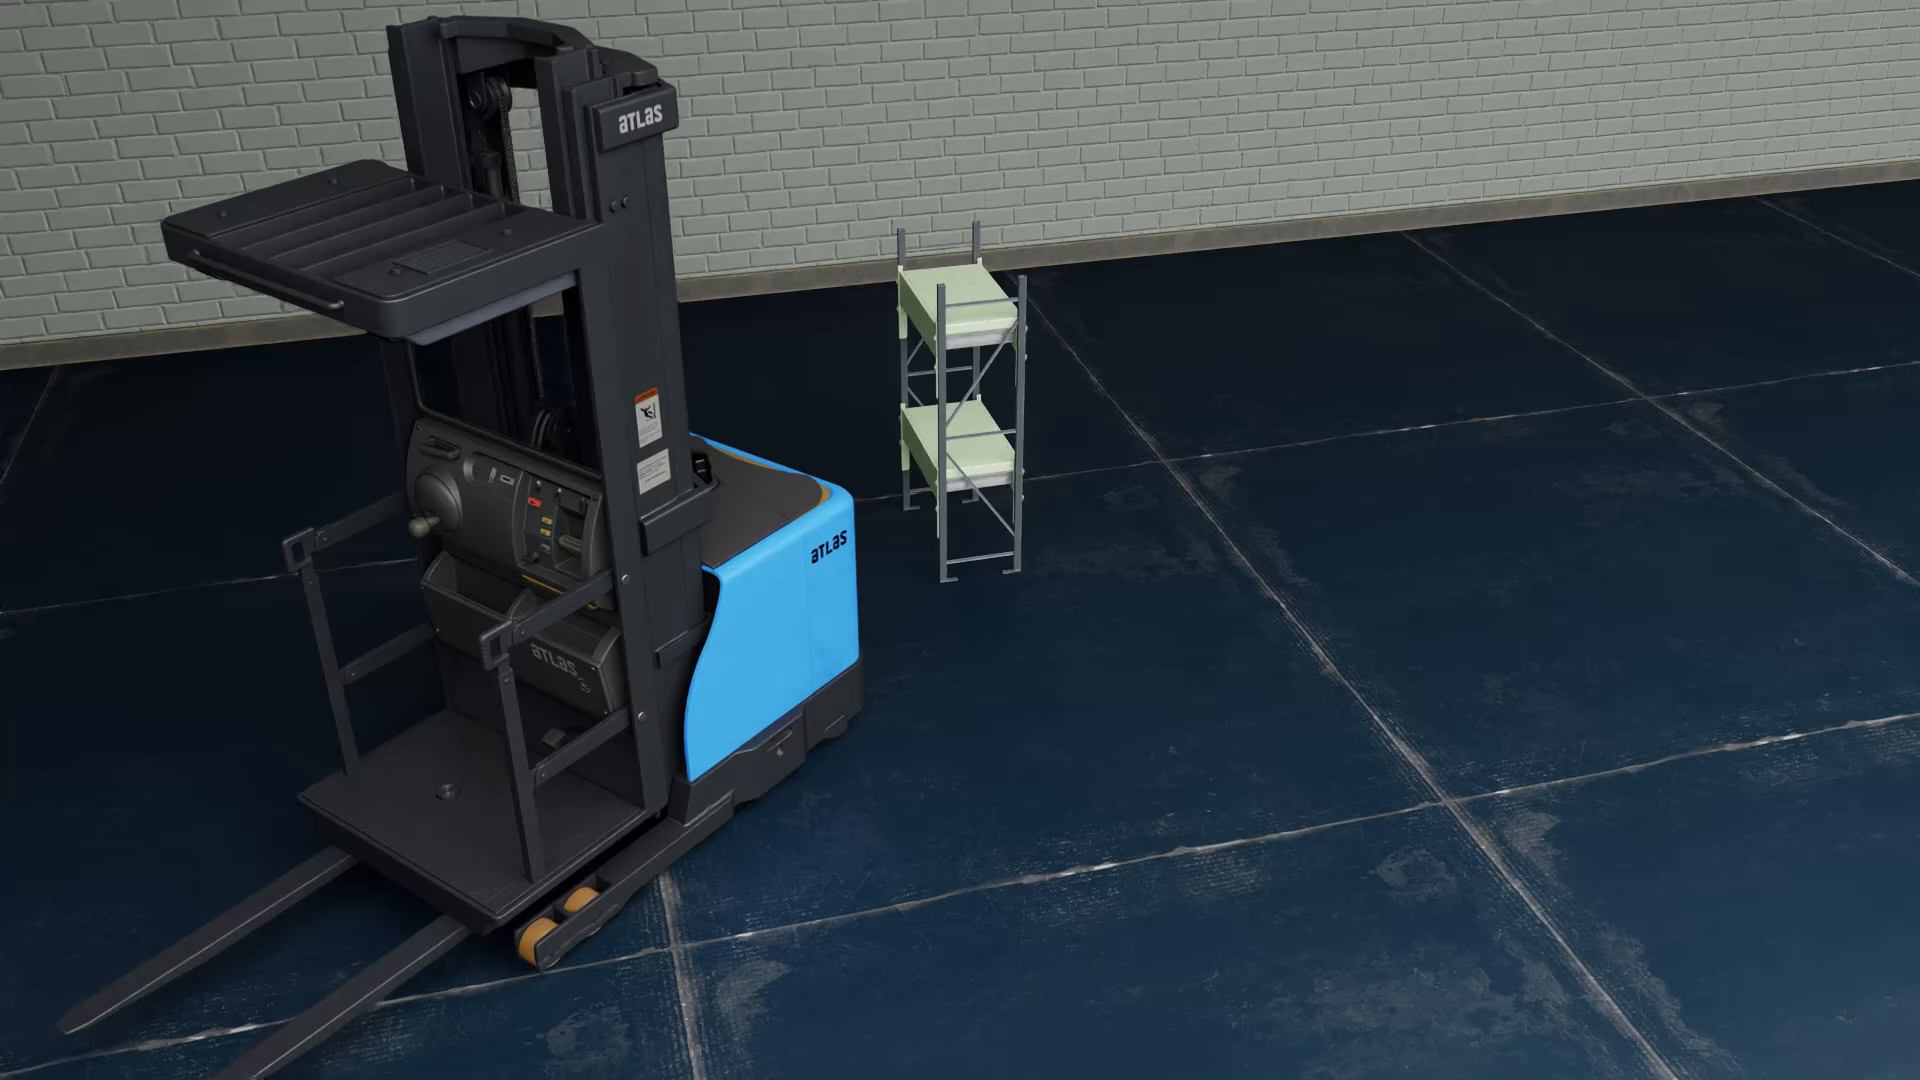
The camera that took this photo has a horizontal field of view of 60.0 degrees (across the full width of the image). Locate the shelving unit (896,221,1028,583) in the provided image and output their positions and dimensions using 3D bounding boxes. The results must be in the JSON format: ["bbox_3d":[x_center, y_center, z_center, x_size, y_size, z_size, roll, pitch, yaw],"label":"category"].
[{"bbox_3d":[-0.002,-0.652,7.880,0.431,1.500,0.755,-8,31,-13],"label":"shelving unit"}]

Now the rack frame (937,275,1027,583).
[{"bbox_3d":[0.095,-0.476,7.574,0.400,1.500,0.023,-8,31,-13],"label":"rack frame"}]

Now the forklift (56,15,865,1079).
[{"bbox_3d":[-1.666,-0.076,5.456,1.130,2.935,3.031,20,36,30],"label":"forklift"}]

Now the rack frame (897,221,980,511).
[{"bbox_3d":[-0.099,-0.829,8.185,0.400,1.500,0.023,-8,31,-13],"label":"rack frame"}]

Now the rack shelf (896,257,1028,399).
[{"bbox_3d":[-0.002,-0.990,7.684,0.431,0.370,0.720,-8,31,-13],"label":"rack shelf"}]

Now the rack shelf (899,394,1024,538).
[{"bbox_3d":[-0.002,-0.370,8.043,0.431,0.370,0.720,-8,31,-13],"label":"rack shelf"}]
